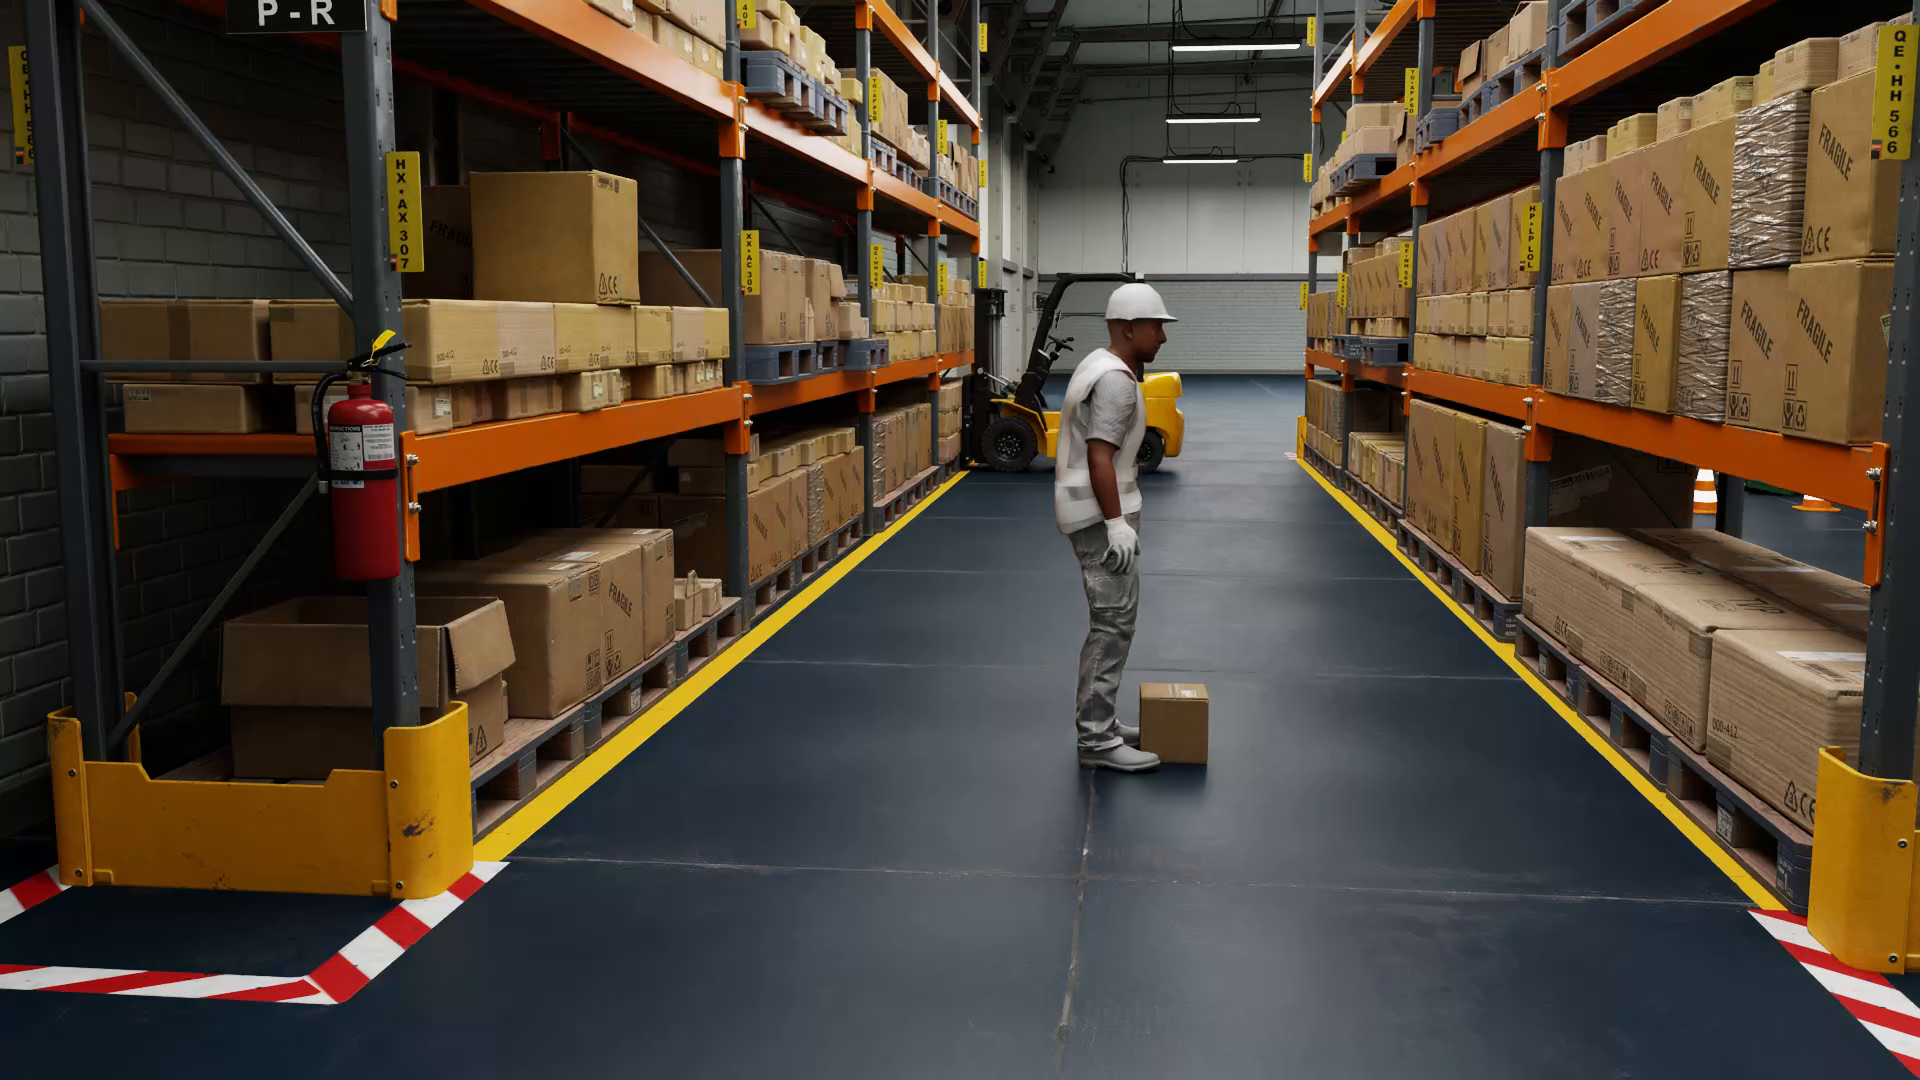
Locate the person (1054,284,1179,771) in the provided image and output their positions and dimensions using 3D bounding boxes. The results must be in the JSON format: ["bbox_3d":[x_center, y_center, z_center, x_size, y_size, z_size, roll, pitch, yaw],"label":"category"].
[{"bbox_3d":[0.579,-0.062,6.220,0.452,1.774,0.618,1,8,6],"label":"person"}]
